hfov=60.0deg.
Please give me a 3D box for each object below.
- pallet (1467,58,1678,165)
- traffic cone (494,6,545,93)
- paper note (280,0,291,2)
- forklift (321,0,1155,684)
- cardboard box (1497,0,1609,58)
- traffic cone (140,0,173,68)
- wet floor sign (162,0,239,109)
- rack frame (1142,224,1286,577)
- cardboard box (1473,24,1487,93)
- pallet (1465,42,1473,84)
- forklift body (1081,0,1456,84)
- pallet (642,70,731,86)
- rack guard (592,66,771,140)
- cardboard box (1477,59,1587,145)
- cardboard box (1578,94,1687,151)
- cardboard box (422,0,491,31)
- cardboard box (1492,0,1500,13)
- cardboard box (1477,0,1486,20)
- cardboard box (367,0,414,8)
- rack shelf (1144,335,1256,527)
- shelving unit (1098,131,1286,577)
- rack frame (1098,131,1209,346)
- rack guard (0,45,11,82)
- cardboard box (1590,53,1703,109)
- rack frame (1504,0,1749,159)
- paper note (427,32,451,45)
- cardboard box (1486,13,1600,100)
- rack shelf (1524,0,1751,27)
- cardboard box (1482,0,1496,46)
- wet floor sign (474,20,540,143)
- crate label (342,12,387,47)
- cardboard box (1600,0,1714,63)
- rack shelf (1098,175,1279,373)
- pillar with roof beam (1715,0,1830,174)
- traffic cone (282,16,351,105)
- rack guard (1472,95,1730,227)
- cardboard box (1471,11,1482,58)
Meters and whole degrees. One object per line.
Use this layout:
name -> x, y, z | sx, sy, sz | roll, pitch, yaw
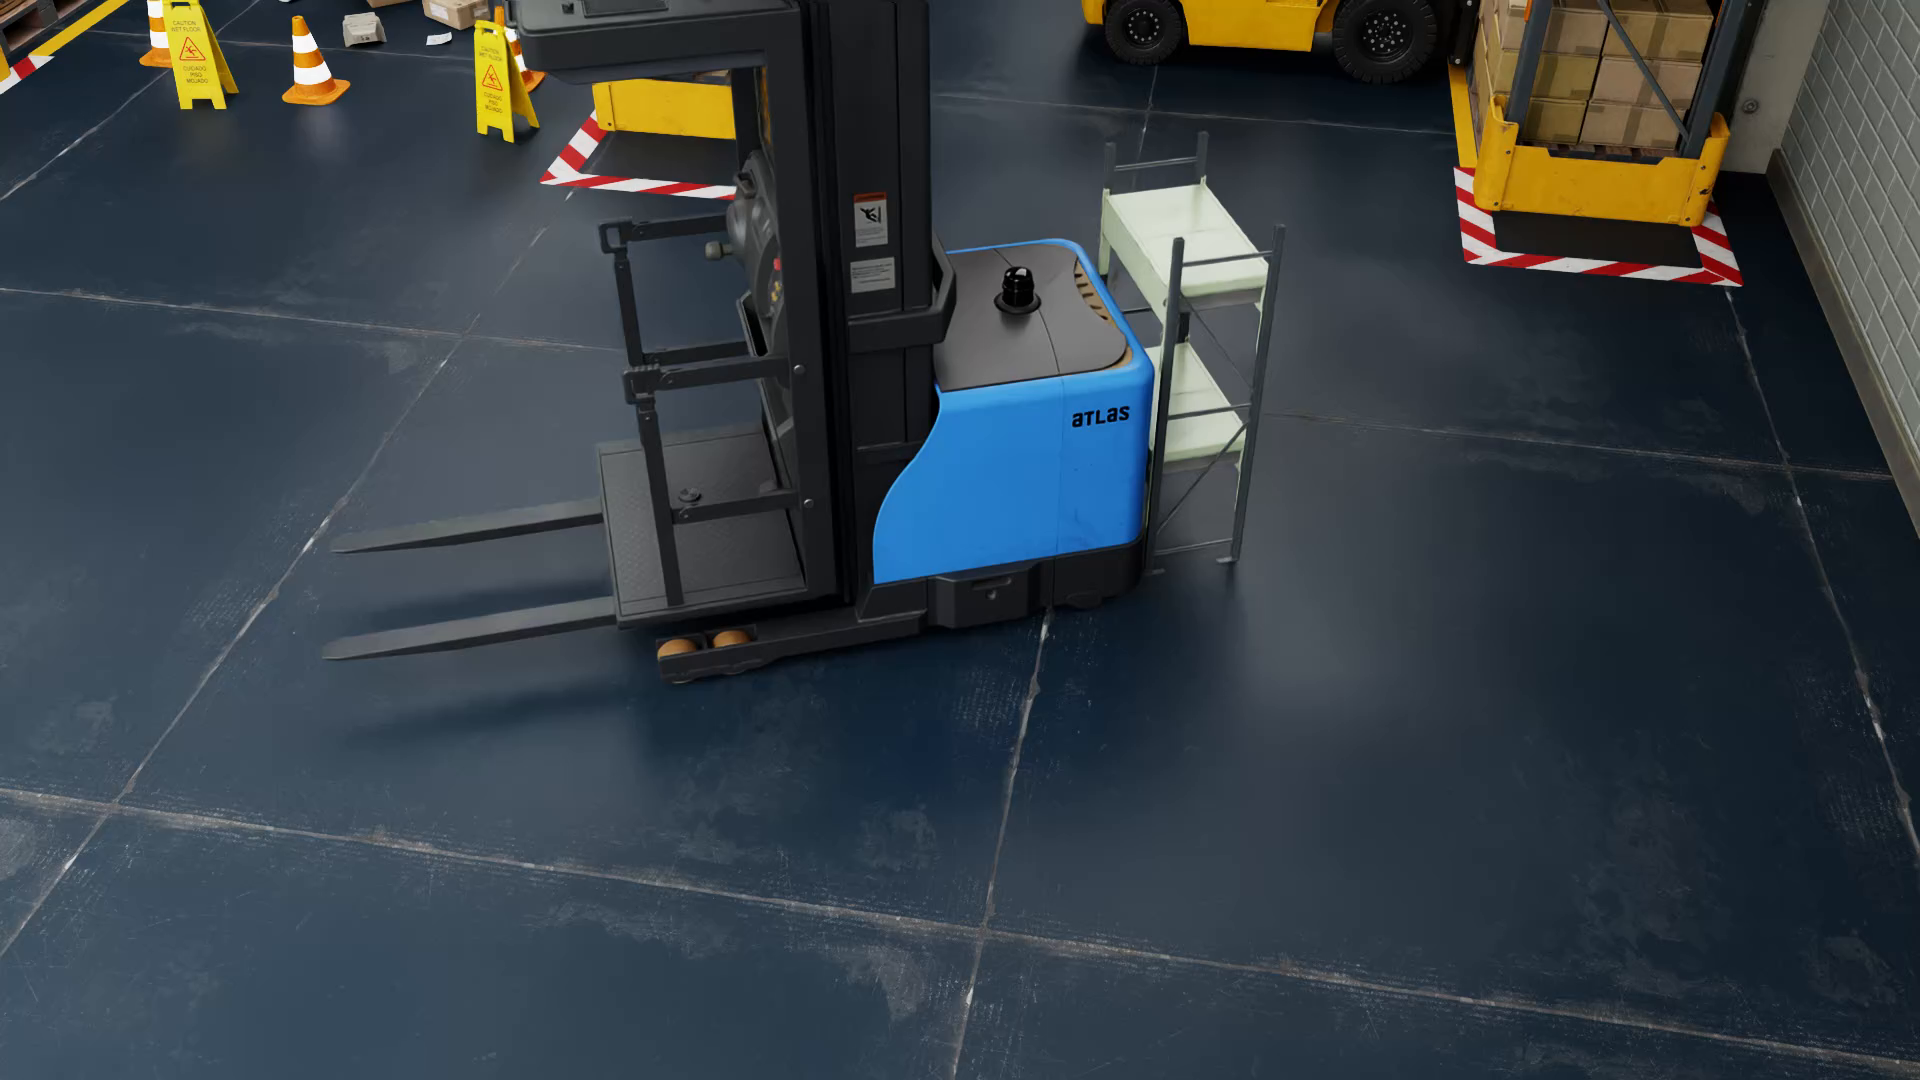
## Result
pallet -> 3.458, -2.394, 9.479 | 1.003, 0.211, 1.213 | 6, 40, 8
traffic cone -> -2.718, -2.963, 9.971 | 0.336, 0.463, 0.334 | 6, 40, 8
paper note -> -4.479, -3.637, 11.126 | 0.144, 0.017, 0.142 | 20, 44, 23
forklift -> -0.873, -0.976, 5.630 | 3.031, 2.935, 1.130 | -9, 40, -11
cardboard box -> 3.140, -2.795, 8.820 | 0.500, 0.250, 0.500 | 8, 40, 9
traffic cone -> -4.924, -3.210, 10.270 | 0.336, 0.463, 0.334 | 6, 40, 8
wet floor sign -> -4.470, -2.867, 9.712 | 0.267, 0.644, 0.232 | 0, 40, 0
rack frame -> 0.920, -0.471, 6.142 | 0.400, 1.500, 0.023 | -9, 40, -11
cardboard box -> 3.233, -2.727, 9.522 | 0.500, 0.250, 0.500 | 6, 40, 8
pallet -> 3.672, -3.157, 10.403 | 1.003, 0.211, 1.213 | 6, 40, 8
forklift body -> 1.899, -4.048, 9.958 | 2.313, 2.155, 1.214 | 6, 40, 8
pallet -> -1.334, -3.008, 10.222 | 1.003, 0.211, 1.213 | 6, 40, 8
rack guard -> -1.509, -2.613, 9.518 | 1.175, 0.500, 0.348 | 6, 40, 8
cardboard box -> 3.137, -2.416, 9.146 | 0.500, 0.250, 0.500 | 7, 40, 8
cardboard box -> 3.645, -2.373, 9.094 | 0.500, 0.250, 0.500 | 7, 40, 8
cardboard box -> -3.285, -3.475, 10.836 | 0.380, 0.149, 0.250 | 28, 47, 30
cardboard box -> 3.222, -3.116, 9.208 | 0.500, 0.250, 0.500 | 7, 40, 8
cardboard box -> 3.310, -3.258, 9.773 | 0.500, 0.250, 0.500 | 6, 40, 7
cardboard box -> -3.712, -3.948, 11.130 | 0.797, 0.503, 0.637 | -20, 44, -23
rack shelf -> 0.829, -0.445, 6.623 | 0.431, 0.370, 0.720 | -9, 40, -11
shelving unit -> 0.829, -0.697, 6.415 | 0.431, 1.500, 0.755 | -9, 40, -11
rack frame -> 0.738, -0.922, 6.689 | 0.400, 1.500, 0.023 | -9, 40, -11
rack guard -> -6.419, -3.033, 10.026 | 1.175, 0.500, 0.348 | 6, 40, 8
cardboard box -> 3.653, -2.551, 8.917 | 0.500, 0.250, 0.500 | 7, 40, 8
rack frame -> 3.367, -2.984, 8.005 | 1.000, 3.000, 0.127 | 6, 40, 8
paper note -> -3.319, -3.197, 10.593 | 0.148, 0.019, 0.142 | -6, 40, -8
cardboard box -> 3.144, -2.619, 8.999 | 0.500, 0.250, 0.500 | 6, 40, 7
rack shelf -> 3.713, -3.962, 9.752 | 1.077, 0.370, 4.000 | 6, 40, 8
cardboard box -> 3.241, -2.932, 9.378 | 0.500, 0.250, 0.500 | 6, 40, 7
wet floor sign -> -2.609, -2.620, 9.413 | 0.267, 0.644, 0.232 | 20, 44, 23
crate label -> -3.795, -3.247, 10.570 | 0.250, 0.136, 0.298 | -13, 41, -15
cardboard box -> 3.637, -2.752, 8.768 | 0.500, 0.250, 0.500 | 6, 40, 7
rack shelf -> 0.829, -0.997, 6.167 | 0.431, 0.370, 0.720 | -9, 40, -11
pillar with roof beam -> 0.135, -6.108, 7.076 | 9.100, 9.000, 0.400 | 6, 40, 8
traffic cone -> -3.870, -2.872, 9.861 | 0.336, 0.463, 0.334 | 6, 40, 8
rack guard -> 3.363, -2.005, 8.783 | 1.175, 0.500, 0.348 | 6, 40, 8
cardboard box -> 3.328, -3.040, 9.901 | 0.500, 0.250, 0.500 | 7, 40, 8
